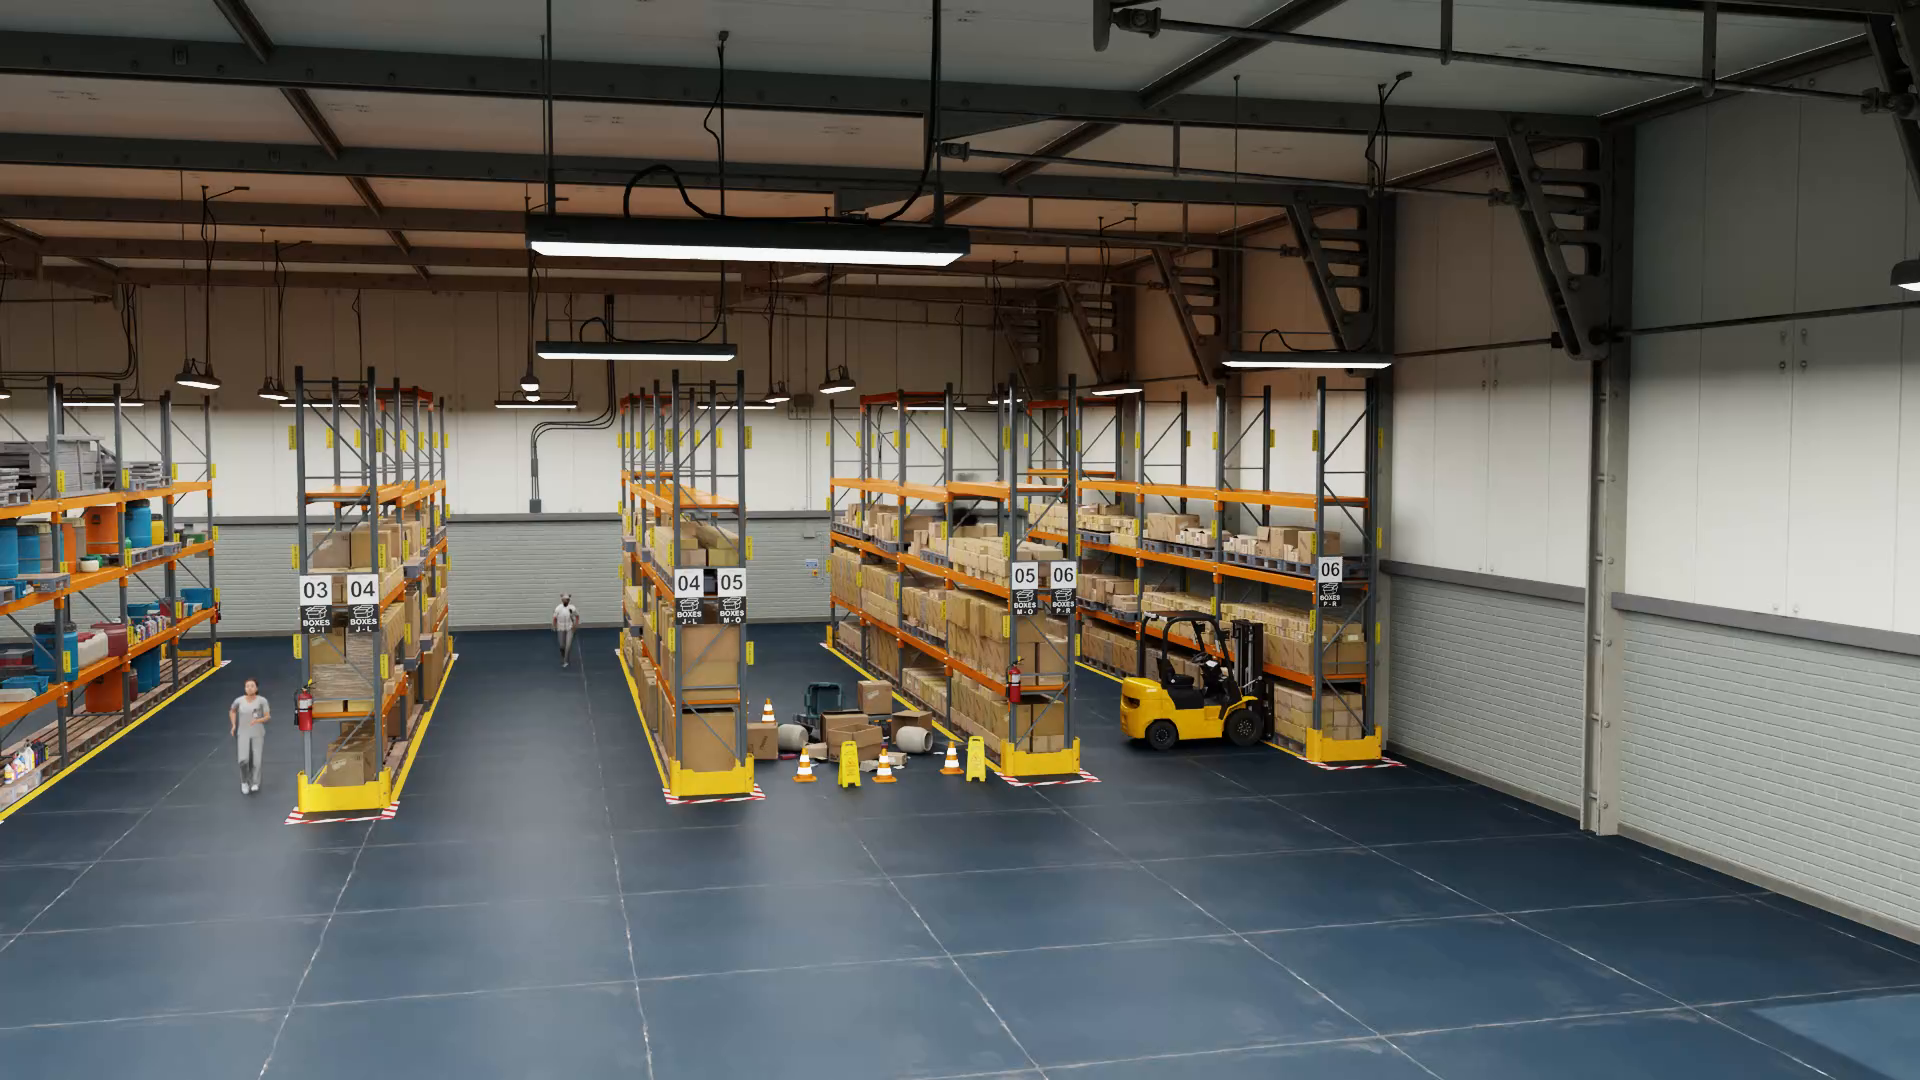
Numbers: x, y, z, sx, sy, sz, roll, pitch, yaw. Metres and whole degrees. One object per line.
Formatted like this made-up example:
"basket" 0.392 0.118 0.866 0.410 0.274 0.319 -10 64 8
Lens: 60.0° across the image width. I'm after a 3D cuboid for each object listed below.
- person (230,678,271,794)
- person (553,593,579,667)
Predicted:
"person" -10.002 2.775 23.437 0.546 1.618 0.643 -1 4 -20
"person" -8.758 1.986 37.009 0.571 1.653 0.596 0 3 -8
